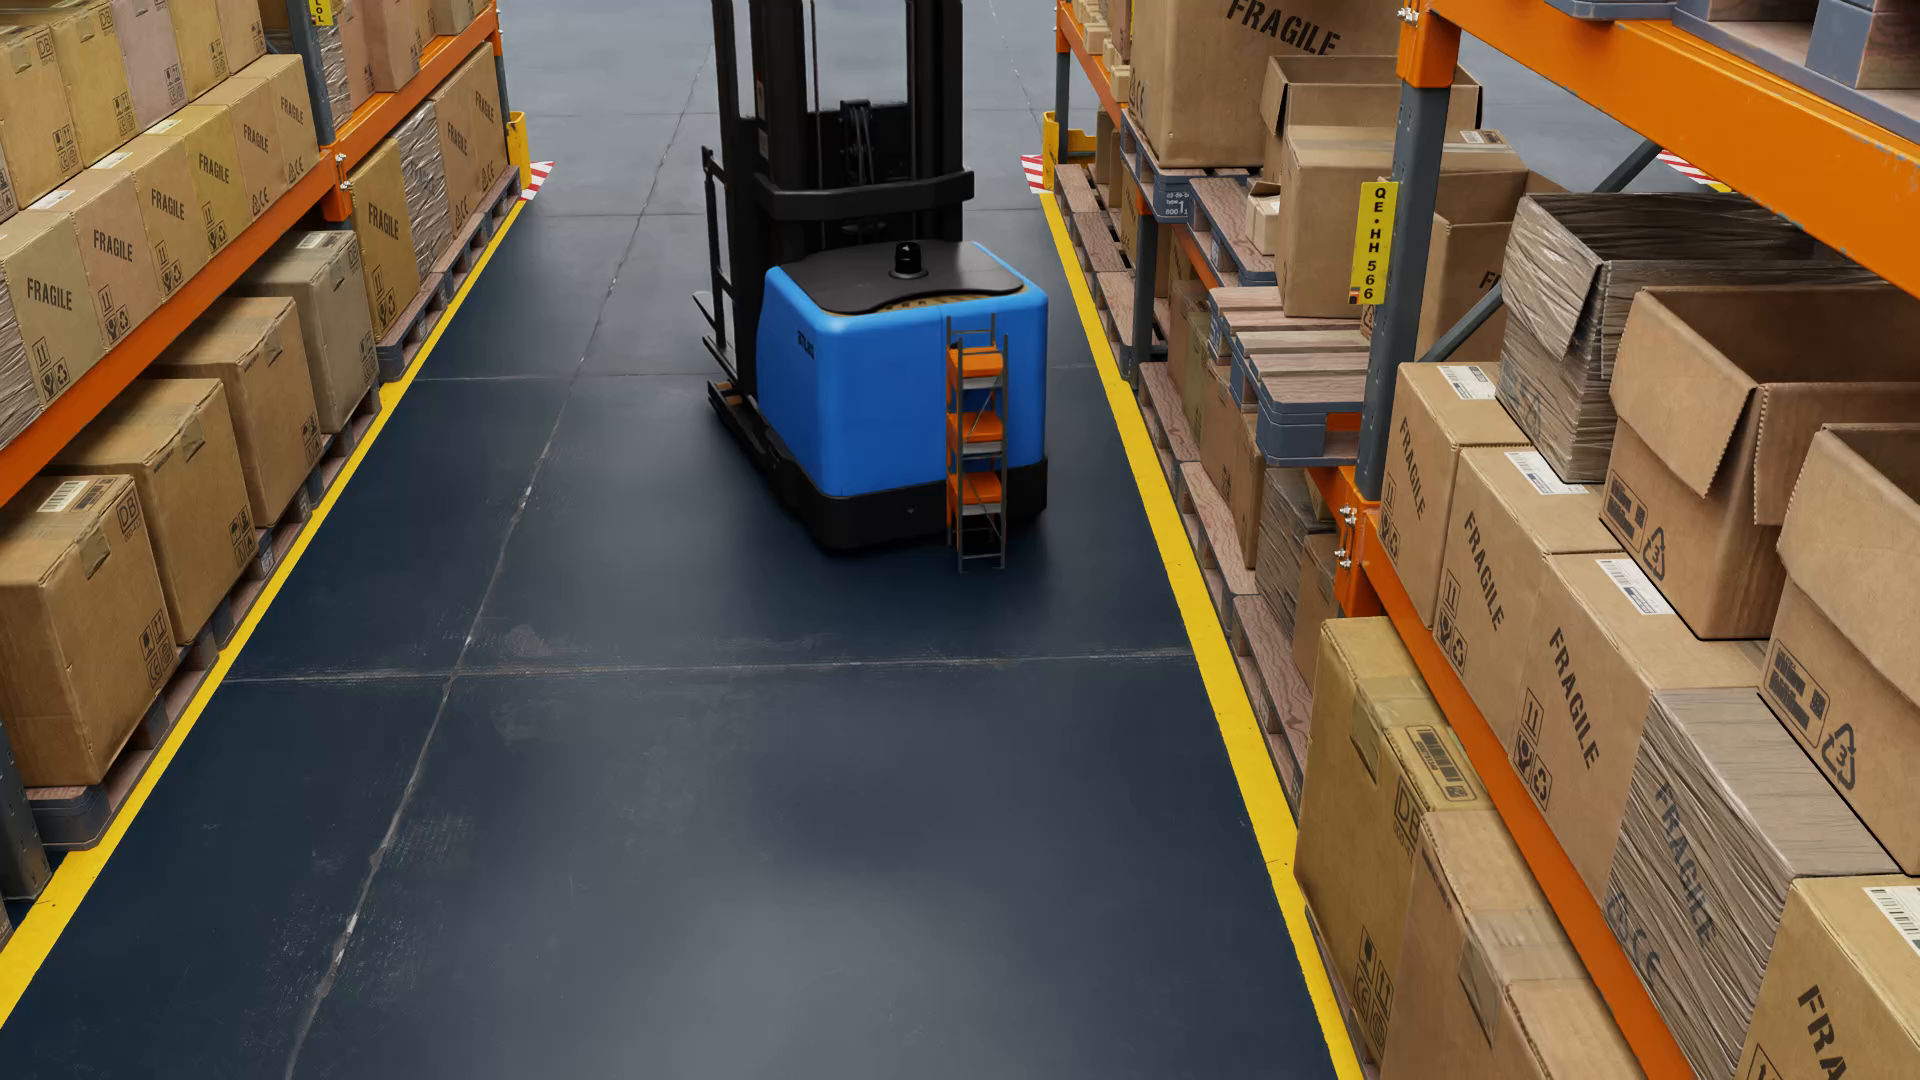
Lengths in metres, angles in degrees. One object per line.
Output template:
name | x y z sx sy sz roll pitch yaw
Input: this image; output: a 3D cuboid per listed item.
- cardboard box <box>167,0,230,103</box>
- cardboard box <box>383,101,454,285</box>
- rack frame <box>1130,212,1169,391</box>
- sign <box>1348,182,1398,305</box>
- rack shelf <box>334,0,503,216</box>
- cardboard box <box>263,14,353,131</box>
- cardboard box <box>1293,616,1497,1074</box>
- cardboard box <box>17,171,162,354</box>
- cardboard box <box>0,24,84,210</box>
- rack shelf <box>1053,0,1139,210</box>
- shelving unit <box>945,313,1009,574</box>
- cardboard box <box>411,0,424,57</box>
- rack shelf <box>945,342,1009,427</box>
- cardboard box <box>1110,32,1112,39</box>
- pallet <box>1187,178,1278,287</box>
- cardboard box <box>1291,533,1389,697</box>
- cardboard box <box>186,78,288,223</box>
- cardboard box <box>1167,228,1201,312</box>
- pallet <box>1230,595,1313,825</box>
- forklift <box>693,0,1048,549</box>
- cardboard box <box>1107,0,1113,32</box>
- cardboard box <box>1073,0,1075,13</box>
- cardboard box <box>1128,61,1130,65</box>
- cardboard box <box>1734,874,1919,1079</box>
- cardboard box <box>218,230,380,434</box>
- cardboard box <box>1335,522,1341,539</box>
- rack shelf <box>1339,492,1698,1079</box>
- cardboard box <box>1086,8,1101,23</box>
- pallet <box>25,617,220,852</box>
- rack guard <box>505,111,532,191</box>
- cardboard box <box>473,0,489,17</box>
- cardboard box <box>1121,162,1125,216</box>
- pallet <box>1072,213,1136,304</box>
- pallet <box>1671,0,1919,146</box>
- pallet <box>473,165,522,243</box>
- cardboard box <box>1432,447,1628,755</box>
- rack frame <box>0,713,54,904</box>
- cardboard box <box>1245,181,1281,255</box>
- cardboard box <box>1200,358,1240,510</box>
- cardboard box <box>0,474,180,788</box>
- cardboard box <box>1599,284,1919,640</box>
cardboard box | -3.492 -2.100 6.844 0.700 0.500 0.500 -2 28 -3
cardboard box | -3.566 -2.032 9.746 0.875 0.875 0.875 -1 28 -2
rack frame | 1.406 -2.153 8.134 1.000 3.000 0.127 -1 28 -3
sign | 1.074 -0.766 4.309 0.100 0.325 0.005 -1 28 -3
rack shelf | -3.657 -2.684 9.931 1.077 0.370 4.000 -1 28 -3
cardboard box | -3.584 -2.316 8.285 0.875 0.550 0.550 -1 28 -3
cardboard box | 1.630 0.770 4.374 1.225 0.875 0.875 -3 28 -5
cardboard box | -3.153 -0.958 5.735 0.500 0.500 0.500 -1 28 -3
cardboard box | -3.414 -1.398 5.497 0.700 0.500 0.500 -2 28 -3
rack shelf | 1.302 -2.757 10.071 1.077 0.370 4.000 -1 28 -3
shelving unit | 0.067 -0.390 6.863 0.215 1.050 0.252 -5 28 -10
cardboard box | -3.673 -3.064 9.719 0.875 0.550 0.500 -1 28 -3
rack shelf | 0.067 -0.633 6.737 0.215 0.259 0.240 -5 28 -10
cardboard box | 1.101 -2.944 9.922 0.380 0.149 0.250 -1 28 -3
pallet | 1.471 -1.133 6.387 1.003 0.211 1.213 -1 28 -3
cardboard box | 1.560 0.299 5.660 0.700 0.500 0.500 -3 28 -5
cardboard box | -3.232 -1.656 7.073 0.500 0.500 0.500 -2 28 -3
cardboard box | 1.425 -1.416 8.970 0.500 0.500 0.500 -2 28 -4
pallet | 1.576 0.570 5.929 1.003 0.211 1.213 -1 28 -3
forklift | -0.637 -1.922 7.766 1.130 2.935 3.031 -11 29 -19
cardboard box | 1.342 -3.230 9.770 0.875 0.500 0.500 -1 28 -3
cardboard box | 0.968 -3.635 11.248 0.380 0.149 0.250 -1 28 -3
cardboard box | 1.139 -2.597 9.258 0.380 0.149 0.250 -1 28 -3
cardboard box | 1.474 0.818 2.329 0.500 0.500 0.500 -2 28 -3
cardboard box | -3.430 -0.984 7.871 1.050 0.750 0.750 -2 28 -3
cardboard box | 1.550 -0.033 5.487 0.500 0.250 0.500 0 28 -1
rack shelf | 1.719 0.937 2.987 1.077 0.370 4.000 -1 28 -3
cardboard box | 1.006 -3.289 10.584 0.380 0.149 0.250 -1 28 -3
pallet | -3.309 0.638 5.798 1.003 0.211 1.213 -1 28 -3
rack guard | -3.762 -2.829 12.134 1.175 0.500 0.348 -1 28 -3
cardboard box | -3.697 -3.823 11.174 0.875 0.550 0.550 -1 28 -3
cardboard box | 1.292 -2.224 10.520 0.500 0.500 0.500 1 28 2
pallet | 1.269 -1.790 10.454 1.003 0.211 1.213 -1 28 -3
pallet | 1.763 -0.739 2.384 1.003 0.211 1.213 0 28 0
pallet | -3.641 -2.323 11.476 1.003 0.211 1.213 -1 28 -3
cardboard box | 1.398 0.119 3.669 0.500 0.500 0.500 -2 28 -4
rack frame | -3.343 -0.232 4.452 1.000 3.000 0.127 -1 28 -3
cardboard box | 1.258 -1.196 5.990 0.396 0.266 0.258 -2 28 -4
cardboard box | 1.452 -0.476 7.147 0.700 0.500 0.500 -4 28 -7
cardboard box | -3.285 0.296 5.418 1.050 0.750 0.750 -2 28 -3
cardboard box | 1.668 -0.155 3.111 0.797 0.503 0.637 -1 28 -1
